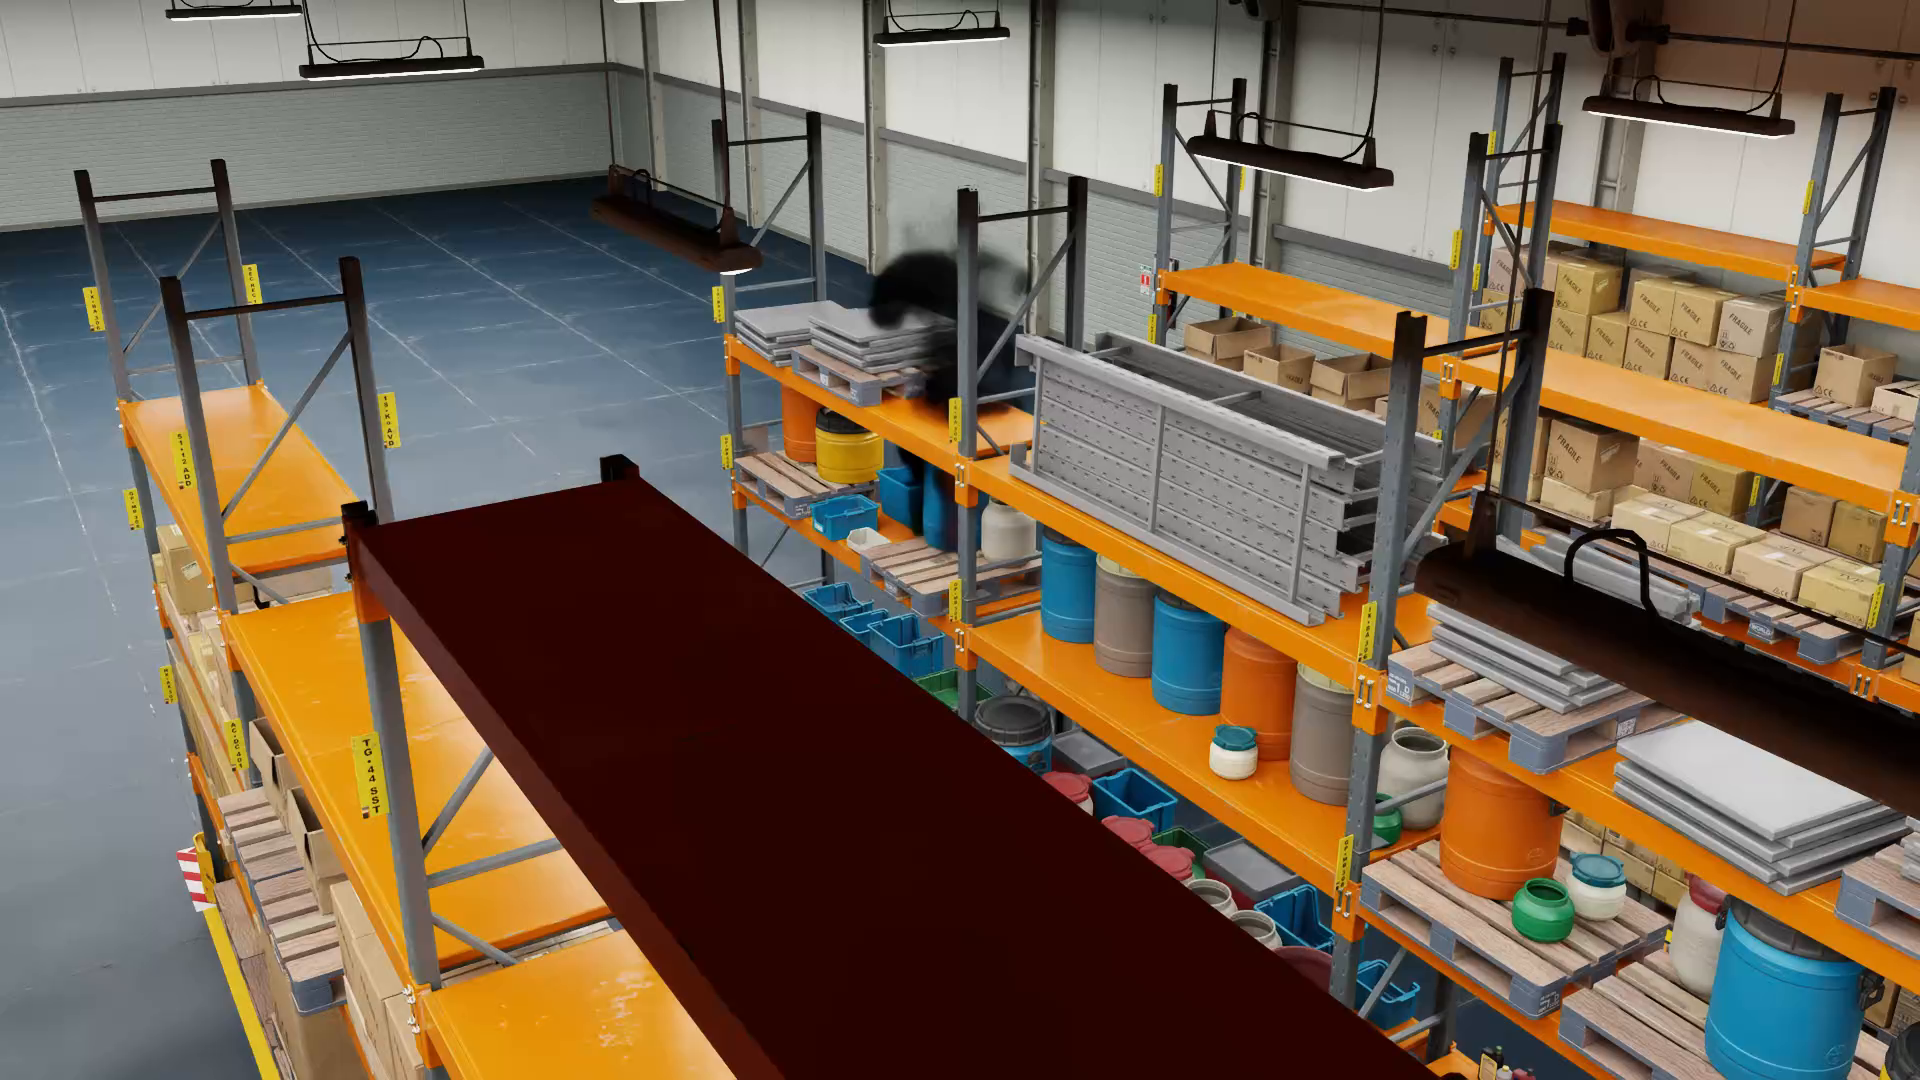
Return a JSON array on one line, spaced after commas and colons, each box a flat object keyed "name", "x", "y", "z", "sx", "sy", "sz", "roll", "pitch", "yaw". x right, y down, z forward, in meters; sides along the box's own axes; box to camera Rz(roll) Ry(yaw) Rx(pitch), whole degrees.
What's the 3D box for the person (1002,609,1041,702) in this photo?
[{"name": "person", "x": 0.598, "y": 1.084, "z": 15.804, "sx": 0.524, "sy": 1.587, "sz": 0.543, "roll": -15, "pitch": 26, "yaw": -33}]
